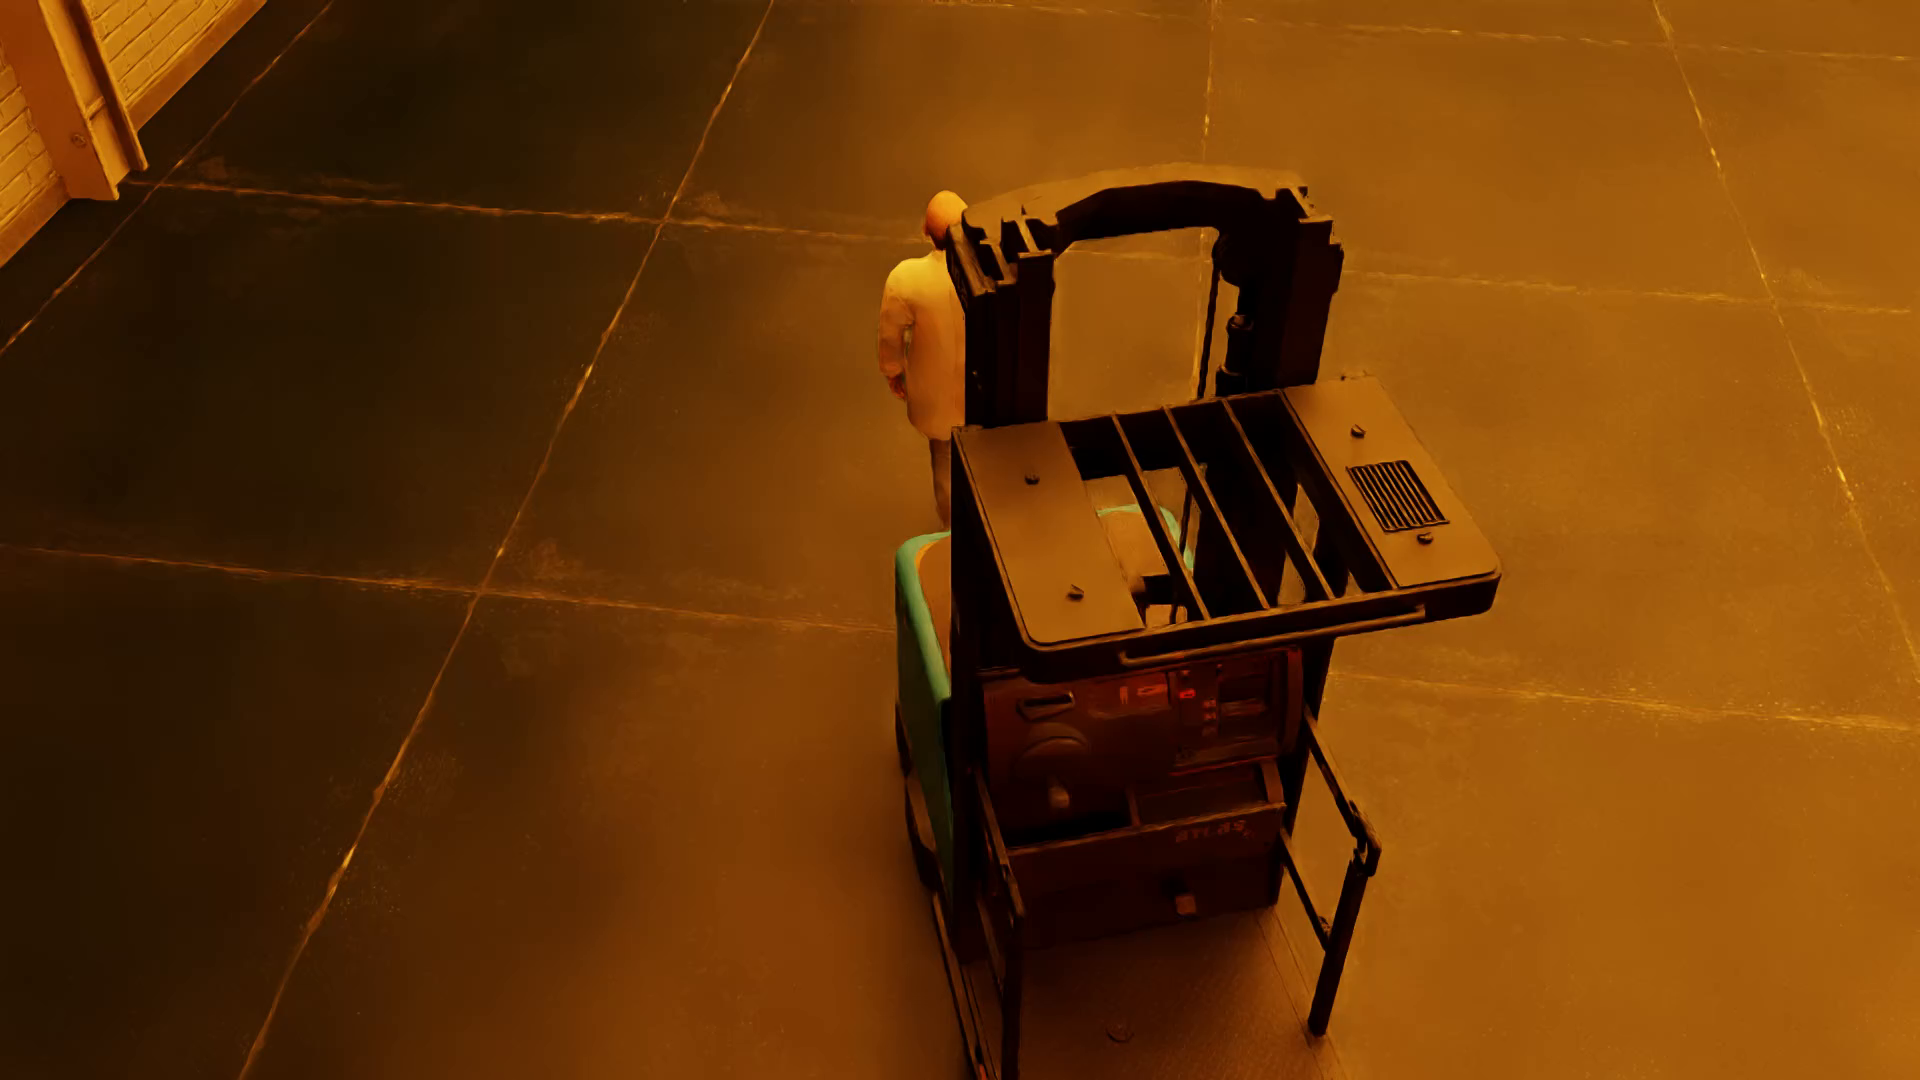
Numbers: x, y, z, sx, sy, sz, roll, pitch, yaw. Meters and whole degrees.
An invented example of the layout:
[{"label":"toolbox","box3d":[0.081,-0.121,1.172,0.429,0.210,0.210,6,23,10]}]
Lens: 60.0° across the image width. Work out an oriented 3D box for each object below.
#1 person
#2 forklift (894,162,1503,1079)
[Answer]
[{"label":"person","box3d":[0.017,-0.721,6.850,0.694,1.776,0.579,5,43,6]},{"label":"forklift","box3d":[0.572,0.608,4.562,1.130,2.935,3.031,-8,43,-9]}]
